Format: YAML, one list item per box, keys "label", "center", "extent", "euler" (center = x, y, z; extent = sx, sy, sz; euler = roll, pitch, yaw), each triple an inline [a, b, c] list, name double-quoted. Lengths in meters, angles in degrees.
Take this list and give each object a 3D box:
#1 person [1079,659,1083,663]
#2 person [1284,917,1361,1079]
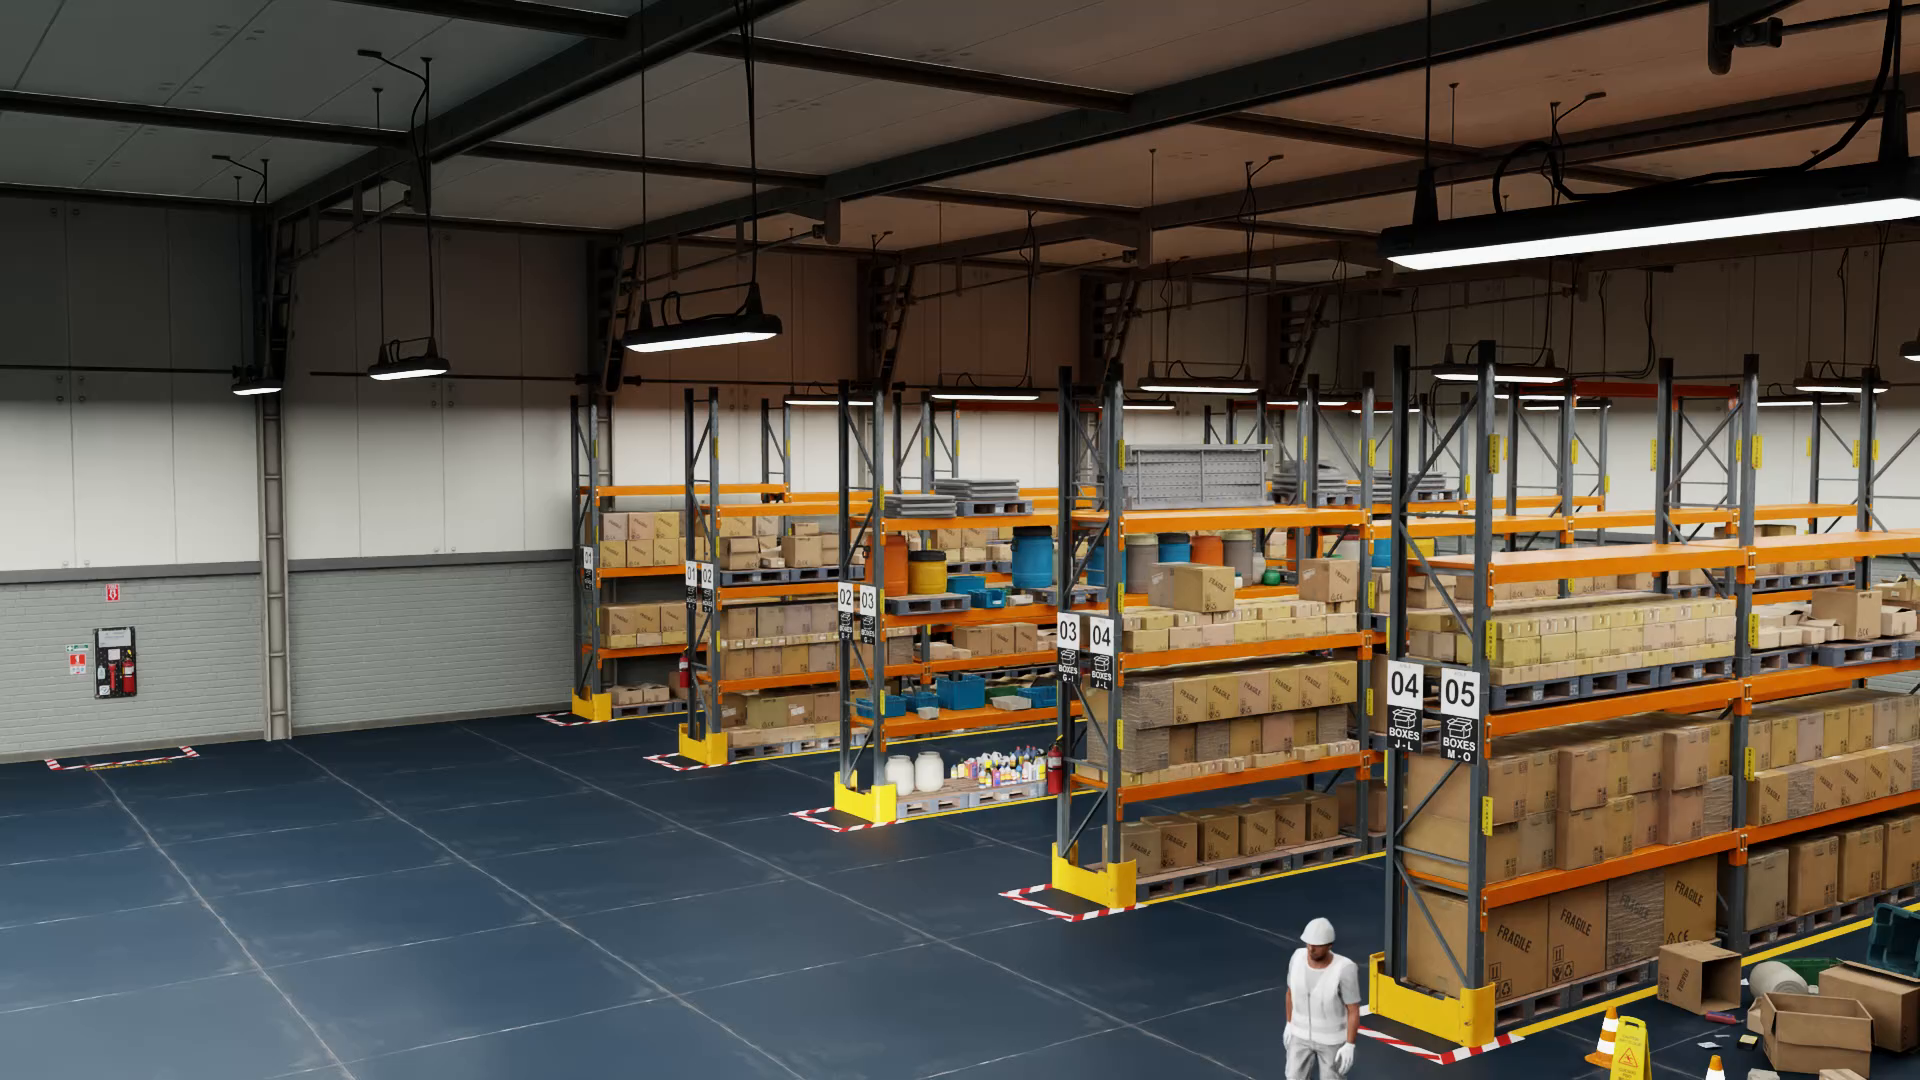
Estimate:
- label: "person"
  center: [2.489, 2.237, 34.775]
  extent: [1.045, 1.625, 0.495]
  euler: [-2, 4, -35]
- label: "person"
  center: [2.556, 3.581, 11.801]
  extent: [0.619, 1.847, 0.497]
  euler: [3, 4, 38]
